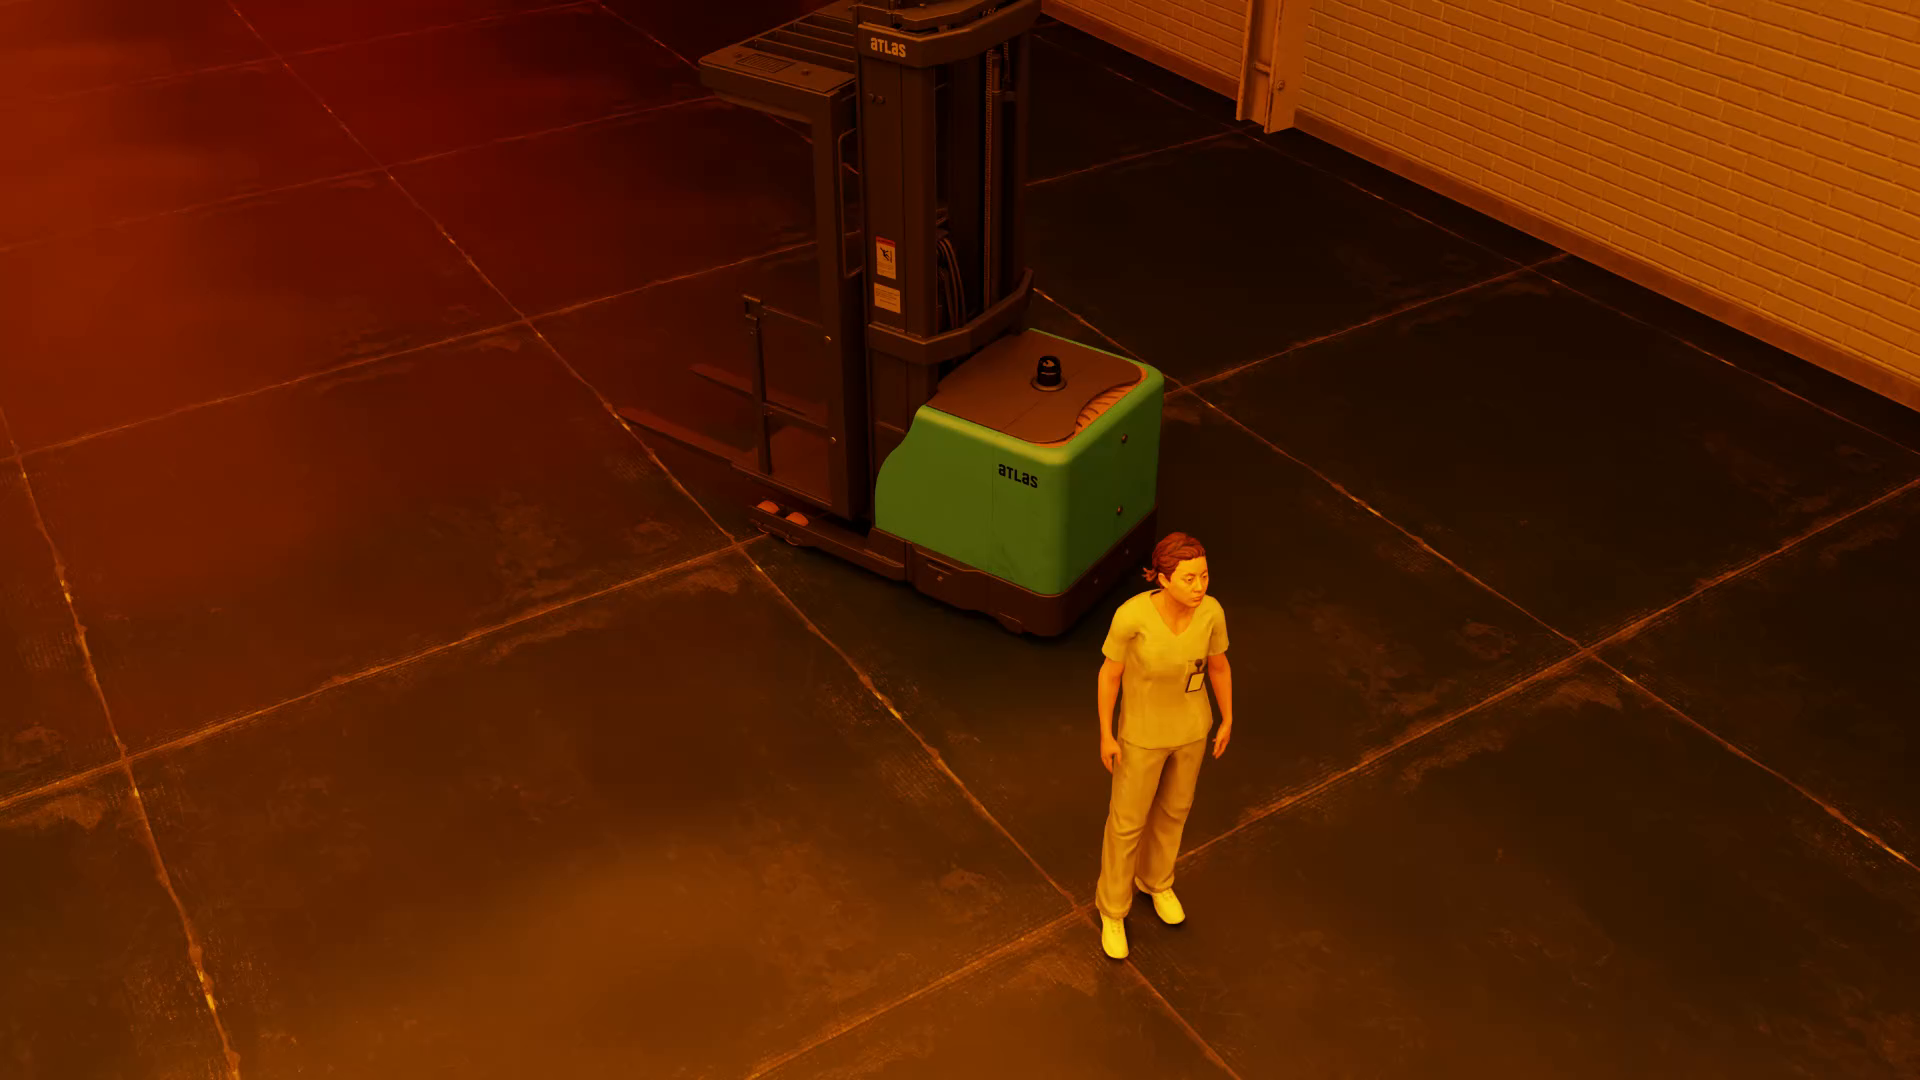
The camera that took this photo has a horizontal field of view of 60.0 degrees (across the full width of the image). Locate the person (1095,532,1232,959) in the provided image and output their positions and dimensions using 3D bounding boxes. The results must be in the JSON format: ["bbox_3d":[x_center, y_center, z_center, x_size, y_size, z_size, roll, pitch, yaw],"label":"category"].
[{"bbox_3d":[0.768,0.752,6.157,0.550,1.673,0.548,-9,36,-13],"label":"person"}]

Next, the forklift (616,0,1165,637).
[{"bbox_3d":[-0.500,-1.399,8.138,3.031,2.935,1.130,22,41,28],"label":"forklift"}]
